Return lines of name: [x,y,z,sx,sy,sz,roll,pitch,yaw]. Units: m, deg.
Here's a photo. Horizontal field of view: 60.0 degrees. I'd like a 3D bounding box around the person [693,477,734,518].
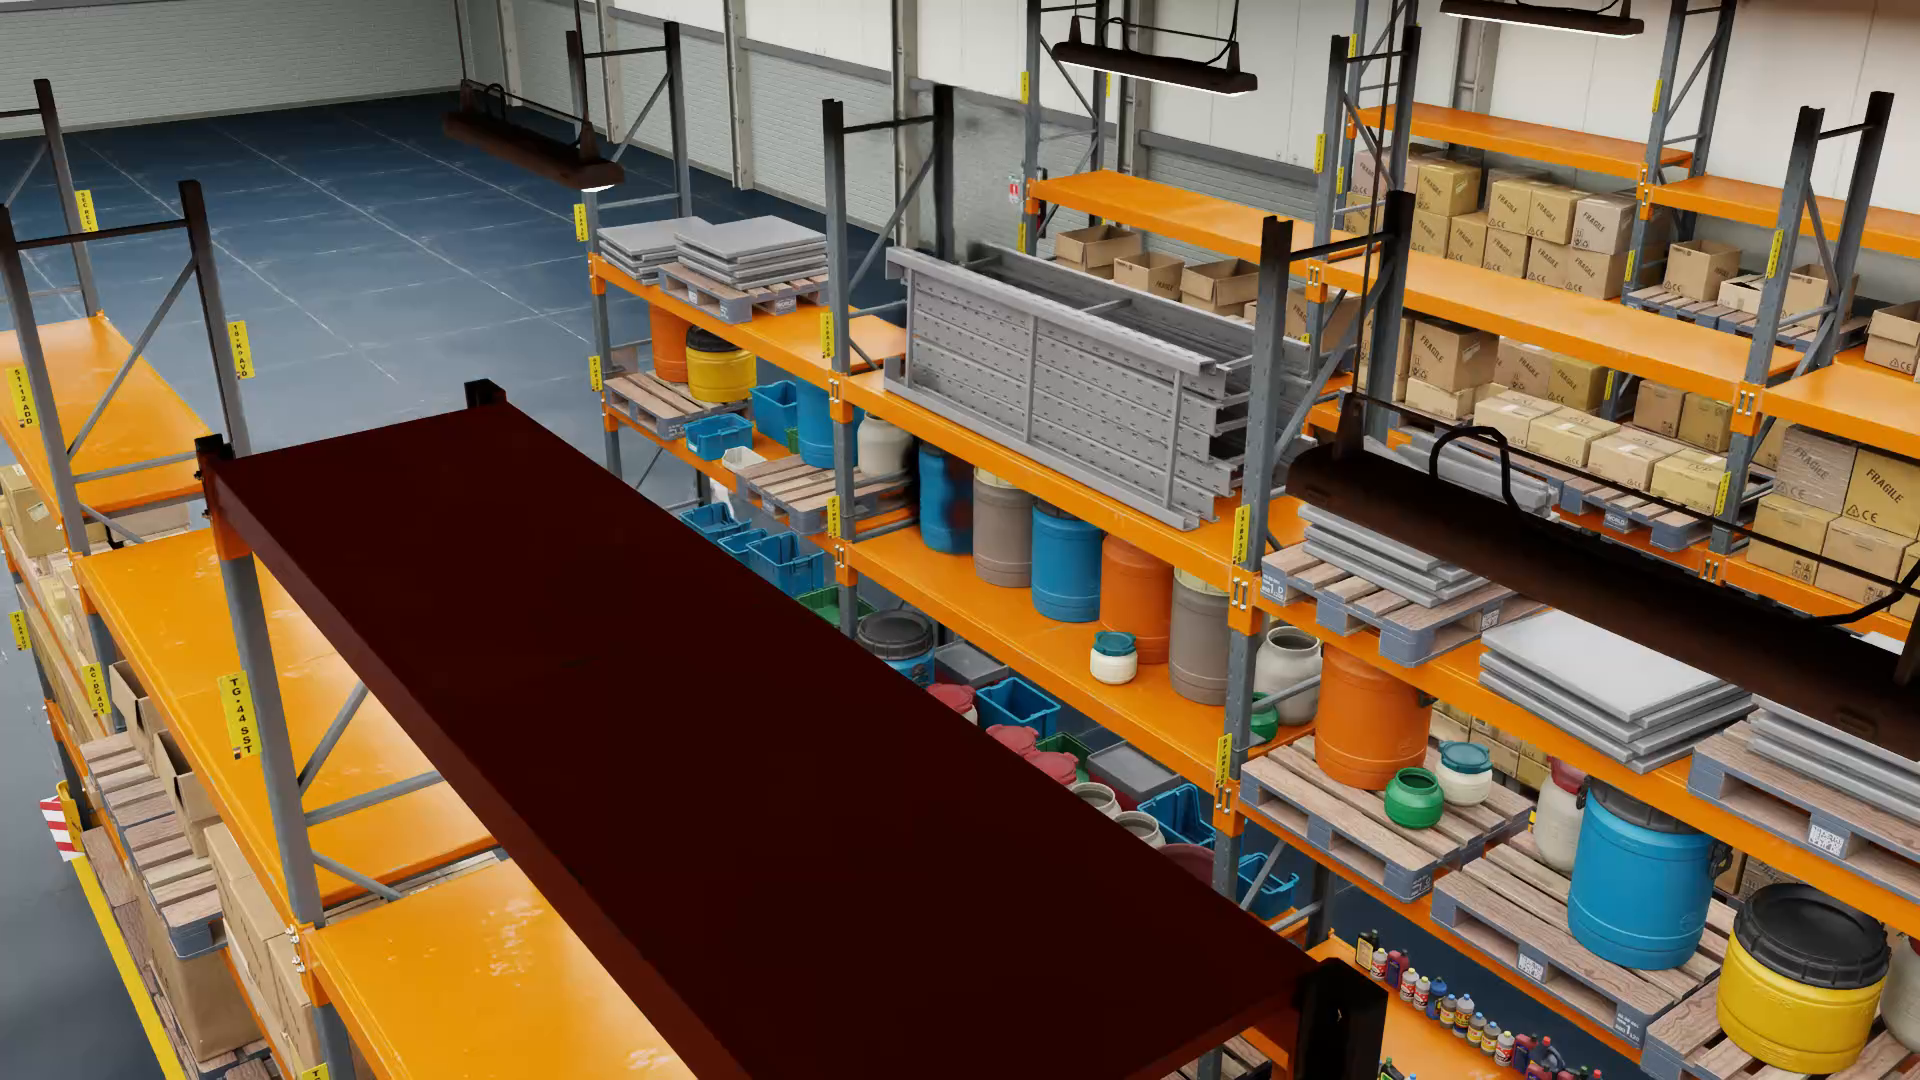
person: [-2.509,-0.179,17.354,0.676,1.746,0.700,8,26,17]
